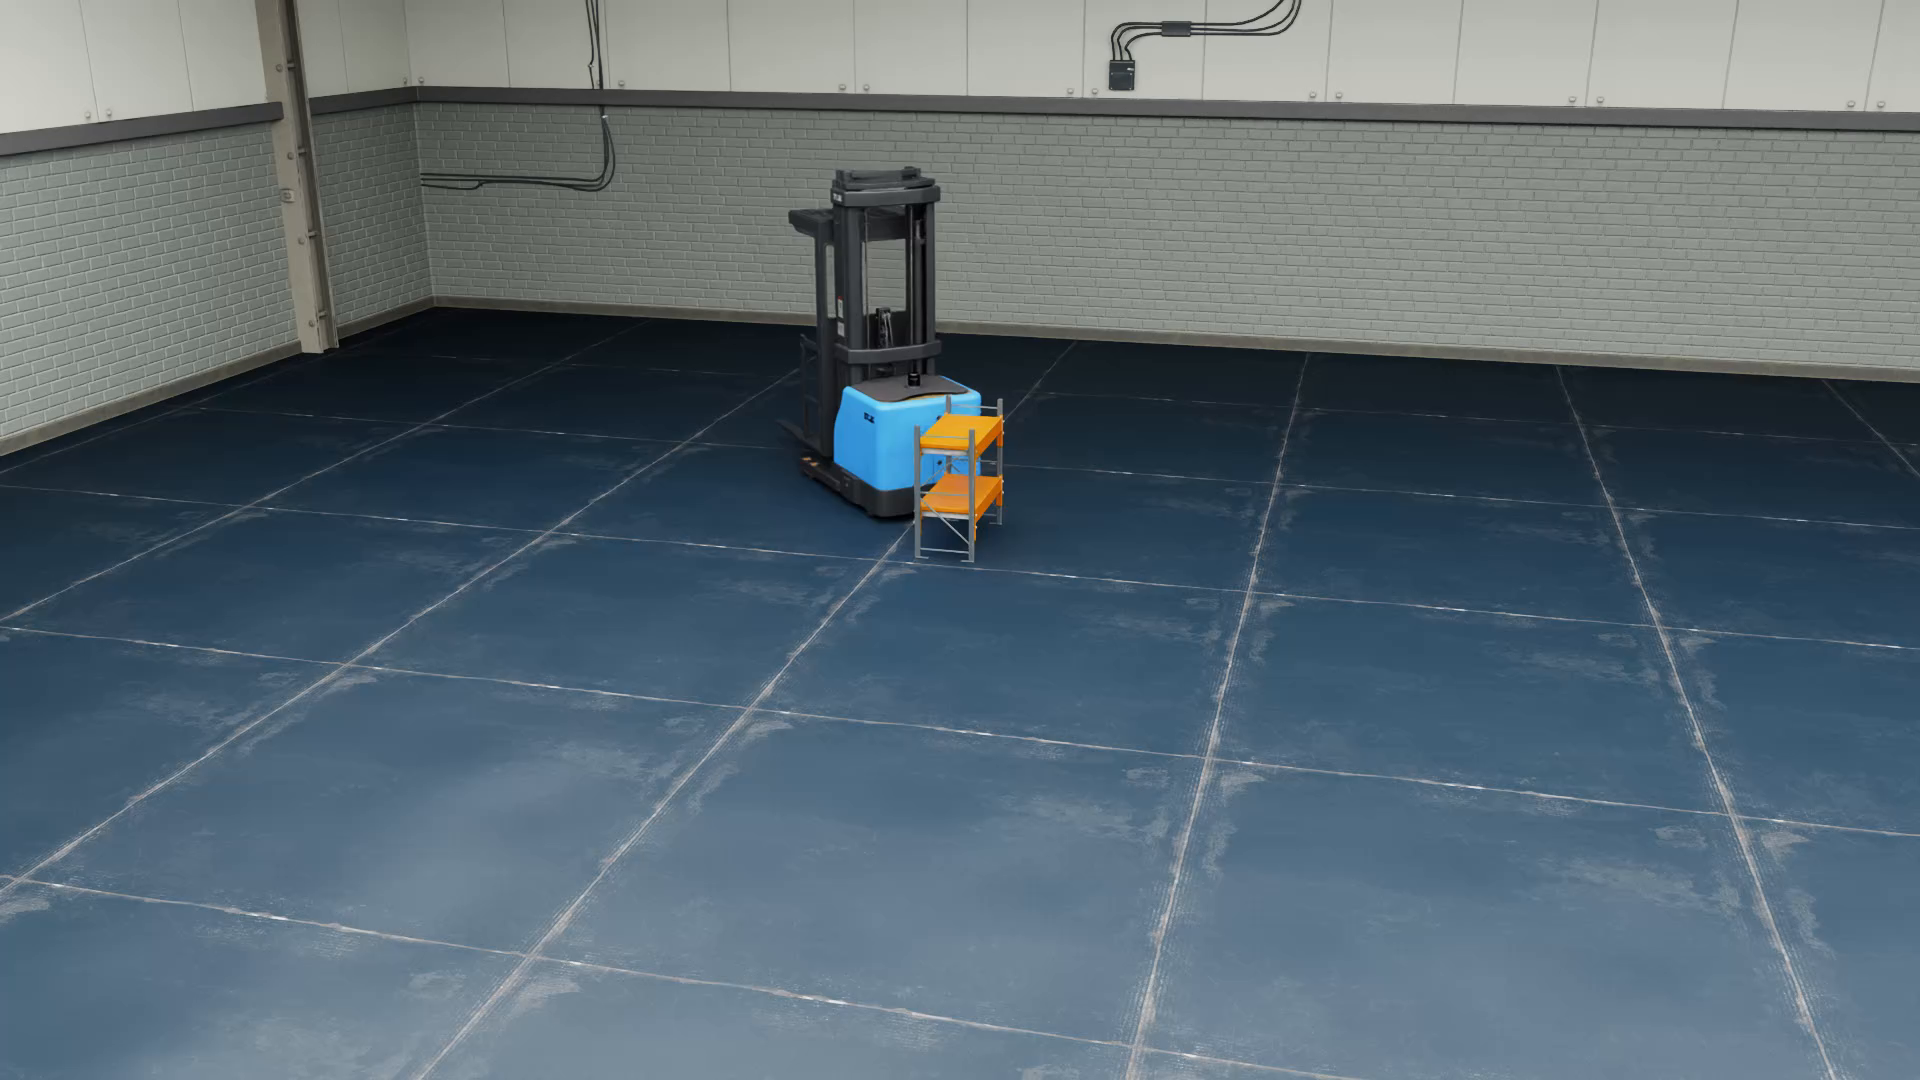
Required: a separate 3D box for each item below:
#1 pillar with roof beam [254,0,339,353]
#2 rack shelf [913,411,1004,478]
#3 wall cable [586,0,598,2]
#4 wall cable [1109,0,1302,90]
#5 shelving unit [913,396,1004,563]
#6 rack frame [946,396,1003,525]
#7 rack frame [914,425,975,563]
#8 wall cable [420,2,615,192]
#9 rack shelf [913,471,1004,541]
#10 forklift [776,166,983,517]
[{"bbox_3d":[-4.048,-6.366,18.904,9.100,9.000,0.400,5,19,13],"label":"pillar with roof beam"},{"bbox_3d":[-0.002,-0.807,13.905,0.538,0.278,1.000,5,19,13],"label":"rack shelf"},{"bbox_3d":[-3.597,-8.232,21.357,3.097,2.526,0.112,5,19,13],"label":"wall cable"},{"bbox_3d":[2.982,-8.380,19.537,2.305,6.003,0.169,5,19,13],"label":"wall cable"},{"bbox_3d":[-0.002,-0.530,14.000,0.538,1.125,1.048,5,19,13],"label":"shelving unit"},{"bbox_3d":[0.123,-0.690,14.466,0.500,1.125,0.032,5,19,13],"label":"rack frame"},{"bbox_3d":[-0.126,-0.371,13.533,0.500,1.125,0.032,5,19,13],"label":"rack frame"},{"bbox_3d":[-6.220,-6.056,22.799,3.097,2.526,0.112,5,19,13],"label":"wall cable"},{"bbox_3d":[-0.002,-0.299,14.079,0.538,0.278,1.000,5,19,13],"label":"rack shelf"},{"bbox_3d":[-0.912,-2.021,15.571,1.130,2.935,3.031,-9,21,-25],"label":"forklift"}]
